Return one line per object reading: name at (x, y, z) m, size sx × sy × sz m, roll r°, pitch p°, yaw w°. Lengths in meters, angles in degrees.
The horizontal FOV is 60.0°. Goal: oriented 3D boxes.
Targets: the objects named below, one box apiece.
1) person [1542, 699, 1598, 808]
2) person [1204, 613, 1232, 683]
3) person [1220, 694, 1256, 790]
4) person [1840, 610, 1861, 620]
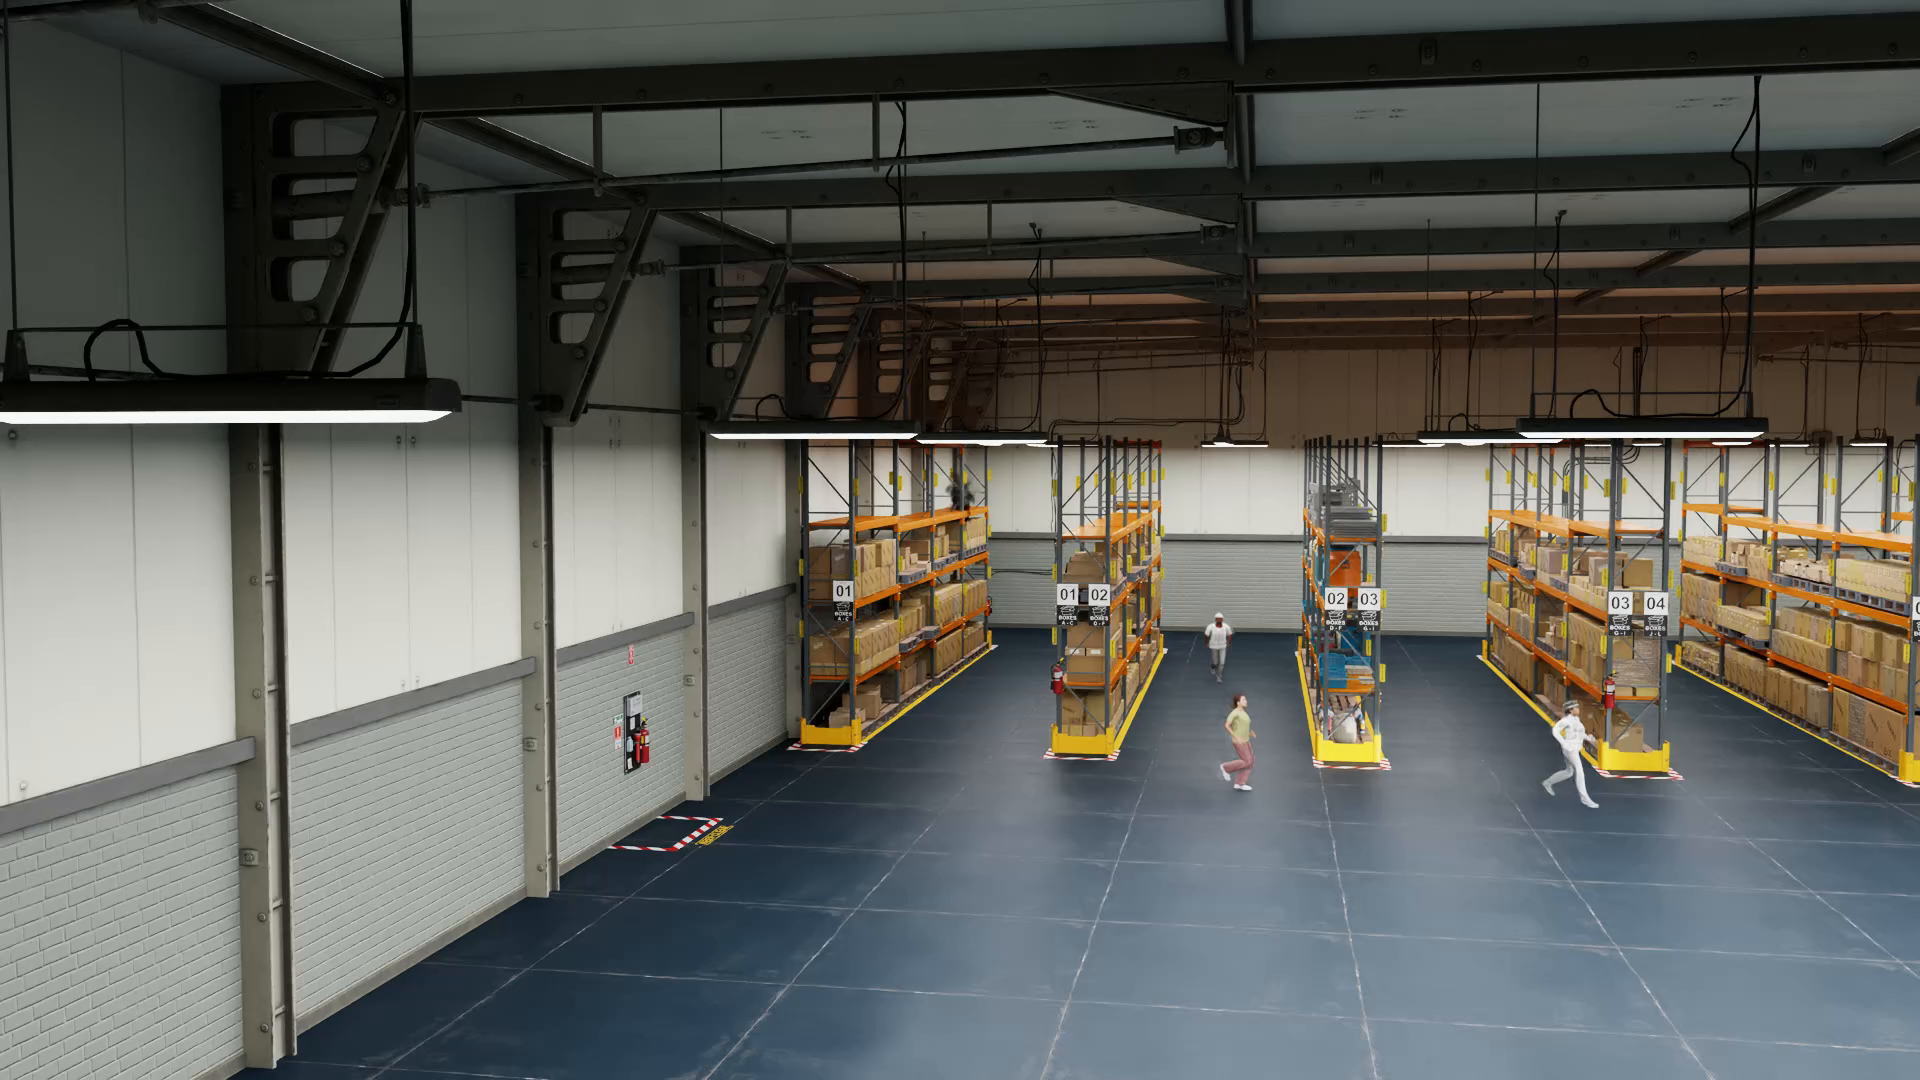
person at (9.864, 3.419, 26.875) m, size 0.926 × 1.704 × 0.616 m, roll 2°, pitch 4°, yaw 37°
person at (6.389, 2.646, 41.133) m, size 0.689 × 1.716 × 0.653 m, roll 0°, pitch 3°, yaw 2°
person at (4.698, 3.397, 28.072) m, size 0.562 × 1.627 × 0.586 m, roll 2°, pitch 4°, yaw 33°
person at (24.040, 2.408, 45.121) m, size 0.693 × 1.796 × 0.658 m, roll 1°, pitch 3°, yaw 13°
